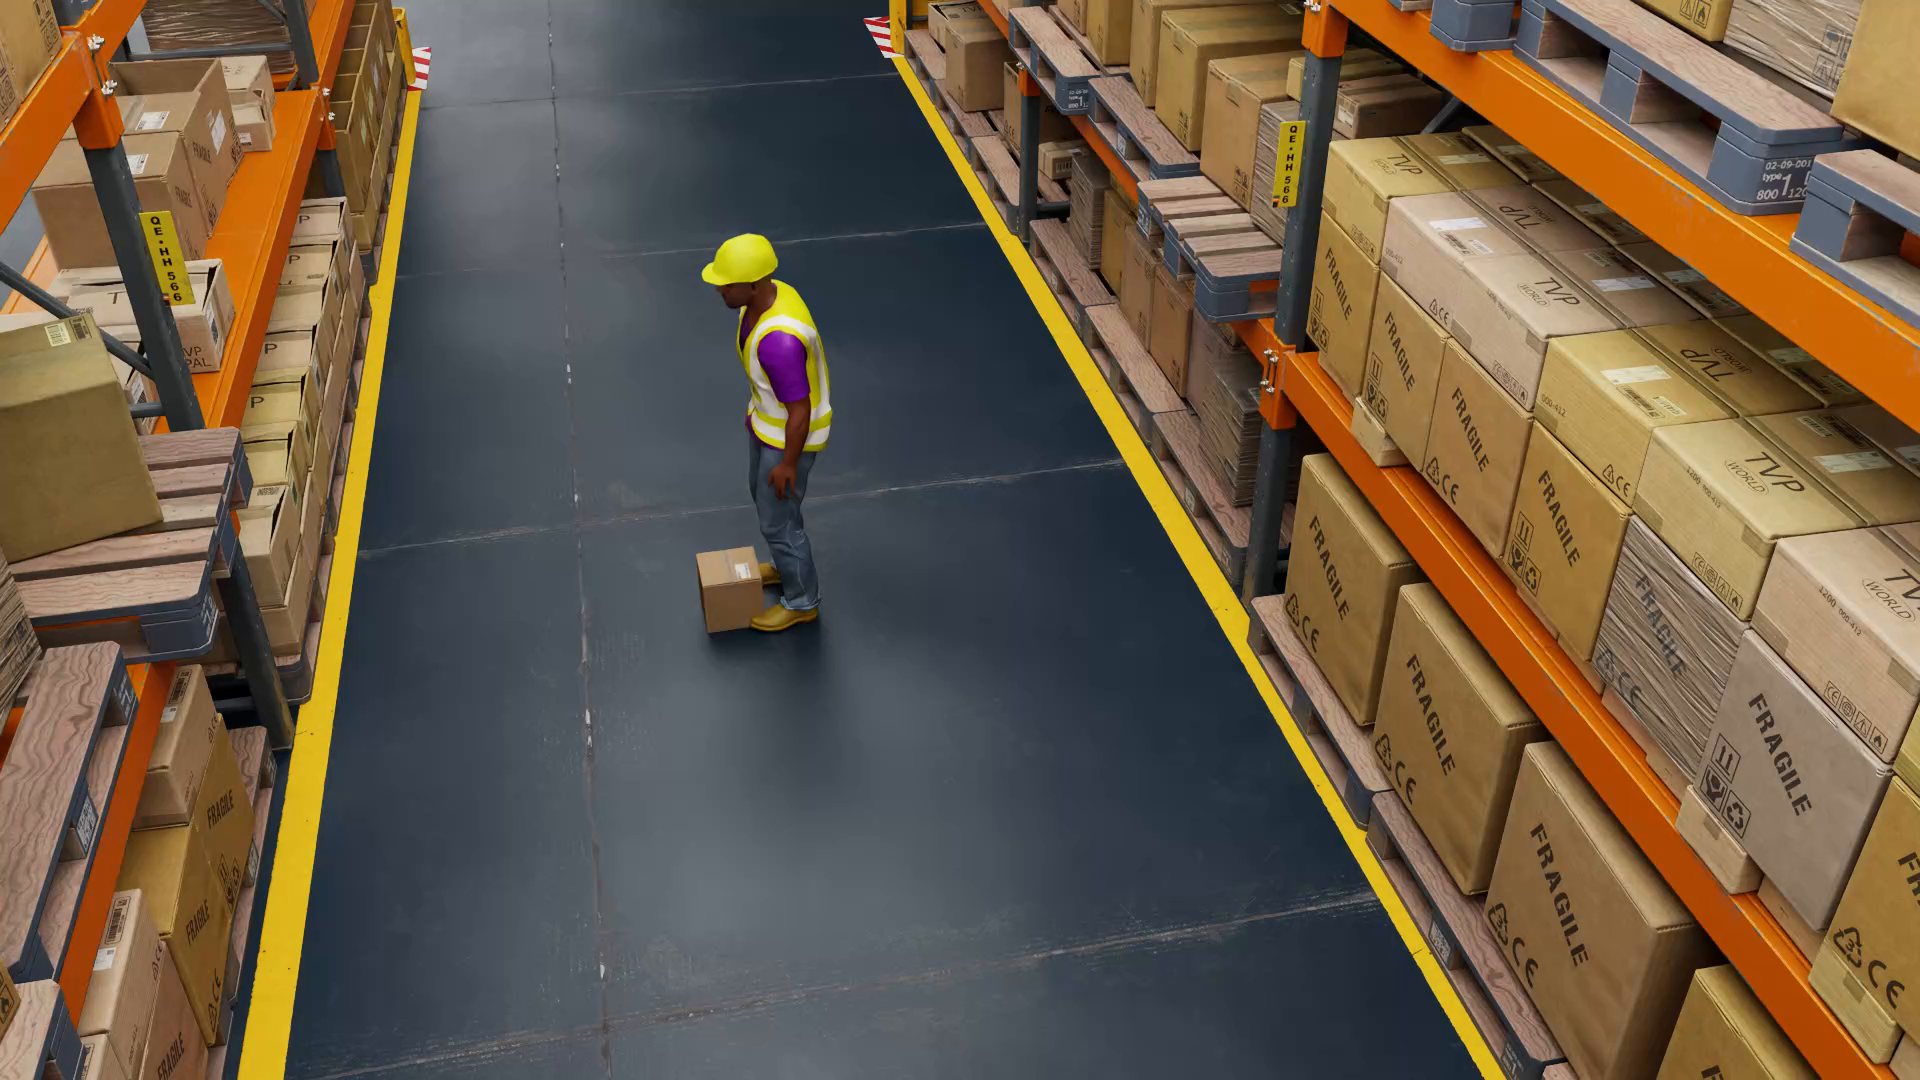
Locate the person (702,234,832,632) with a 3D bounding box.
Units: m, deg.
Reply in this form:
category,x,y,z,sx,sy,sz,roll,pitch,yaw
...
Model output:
category,x,y,z,sx,sy,sz,roll,pitch,yaw
person,-0.761,-0.442,6.780,0.461,1.759,0.628,-9,35,-13
